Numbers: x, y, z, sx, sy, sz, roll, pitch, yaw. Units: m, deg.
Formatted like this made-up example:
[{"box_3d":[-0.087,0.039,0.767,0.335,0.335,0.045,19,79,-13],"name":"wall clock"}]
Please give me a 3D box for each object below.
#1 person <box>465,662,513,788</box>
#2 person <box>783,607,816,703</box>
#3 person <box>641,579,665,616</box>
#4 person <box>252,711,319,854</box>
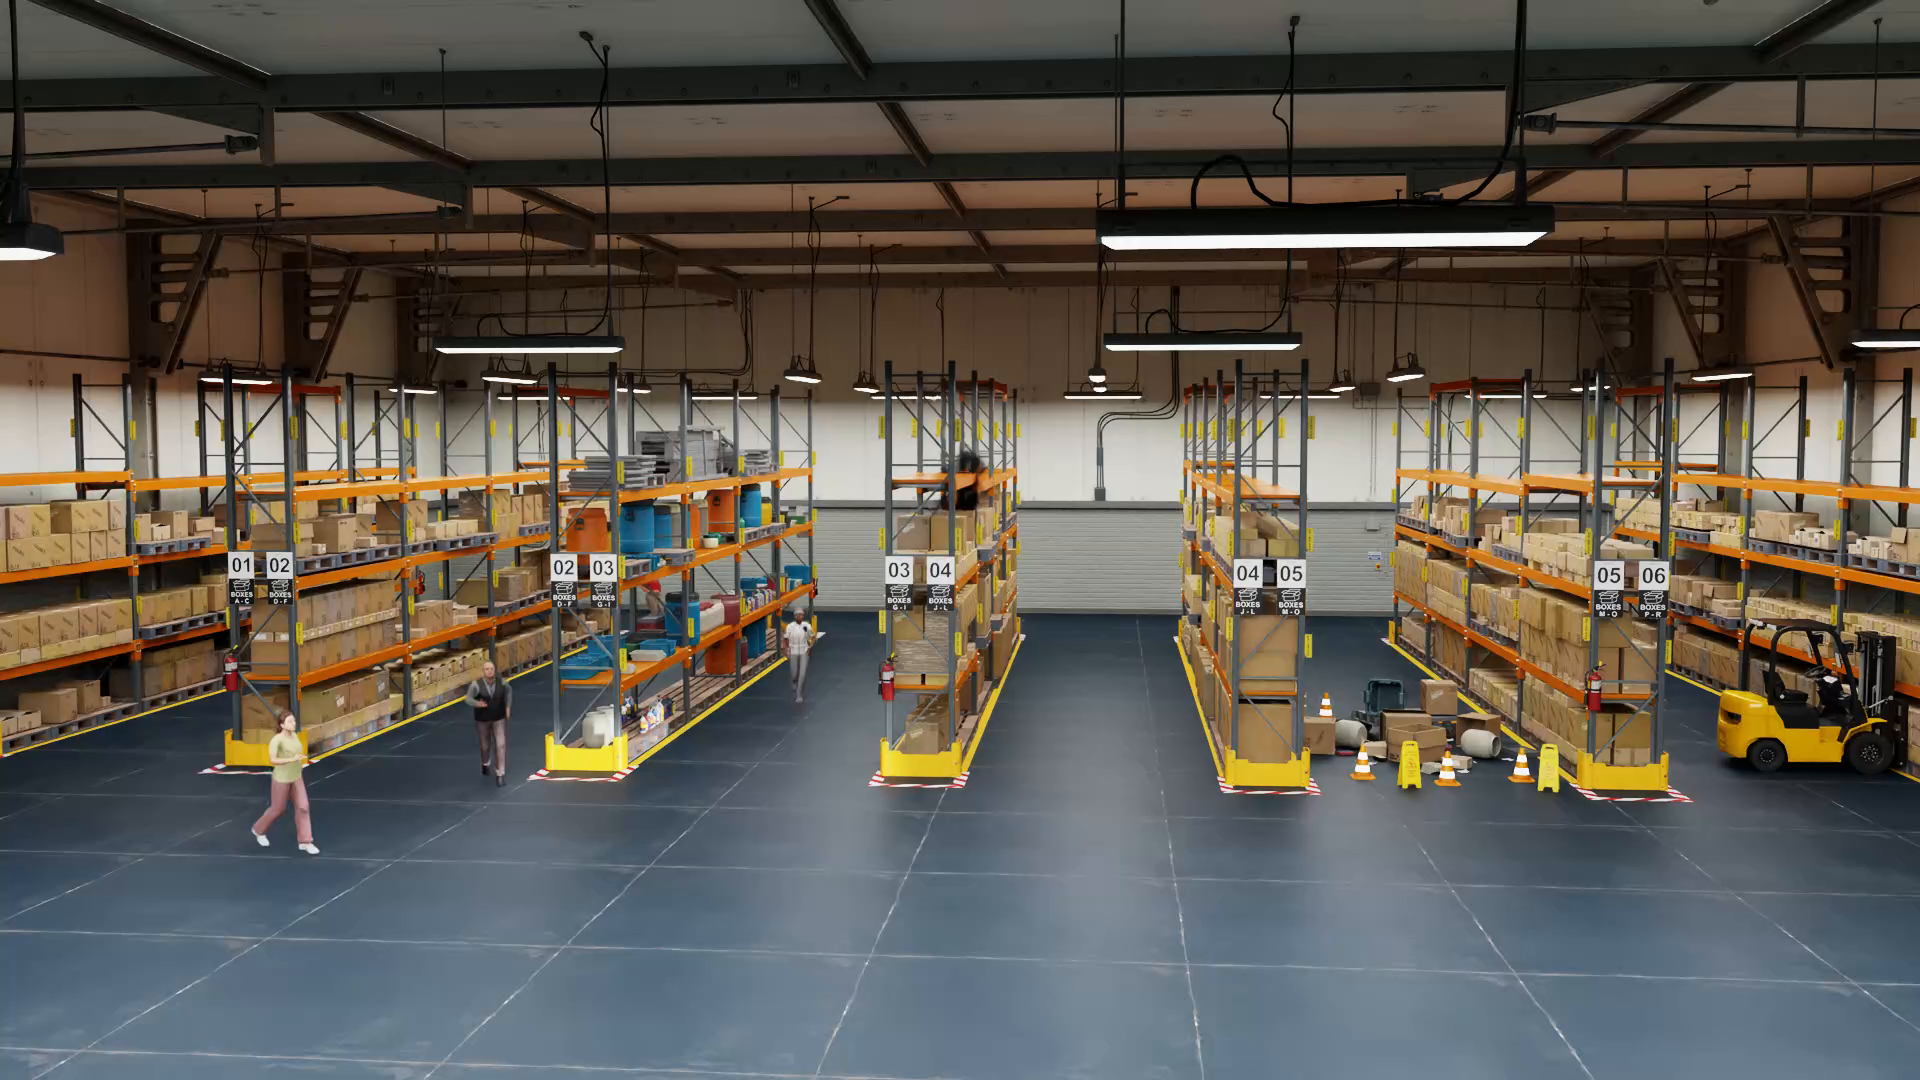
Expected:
[{"box_3d":[-6.690,2.599,23.665,0.680,1.759,0.887,-1,4,-19],"name":"person"},{"box_3d":[-2.808,1.988,29.101,0.582,1.661,0.577,0,4,-5],"name":"person"},{"box_3d":[-7.645,1.467,41.288,0.689,1.745,0.658,3,5,35],"name":"person"},{"box_3d":[-7.976,2.848,19.645,0.969,1.653,0.571,2,4,23],"name":"person"}]
